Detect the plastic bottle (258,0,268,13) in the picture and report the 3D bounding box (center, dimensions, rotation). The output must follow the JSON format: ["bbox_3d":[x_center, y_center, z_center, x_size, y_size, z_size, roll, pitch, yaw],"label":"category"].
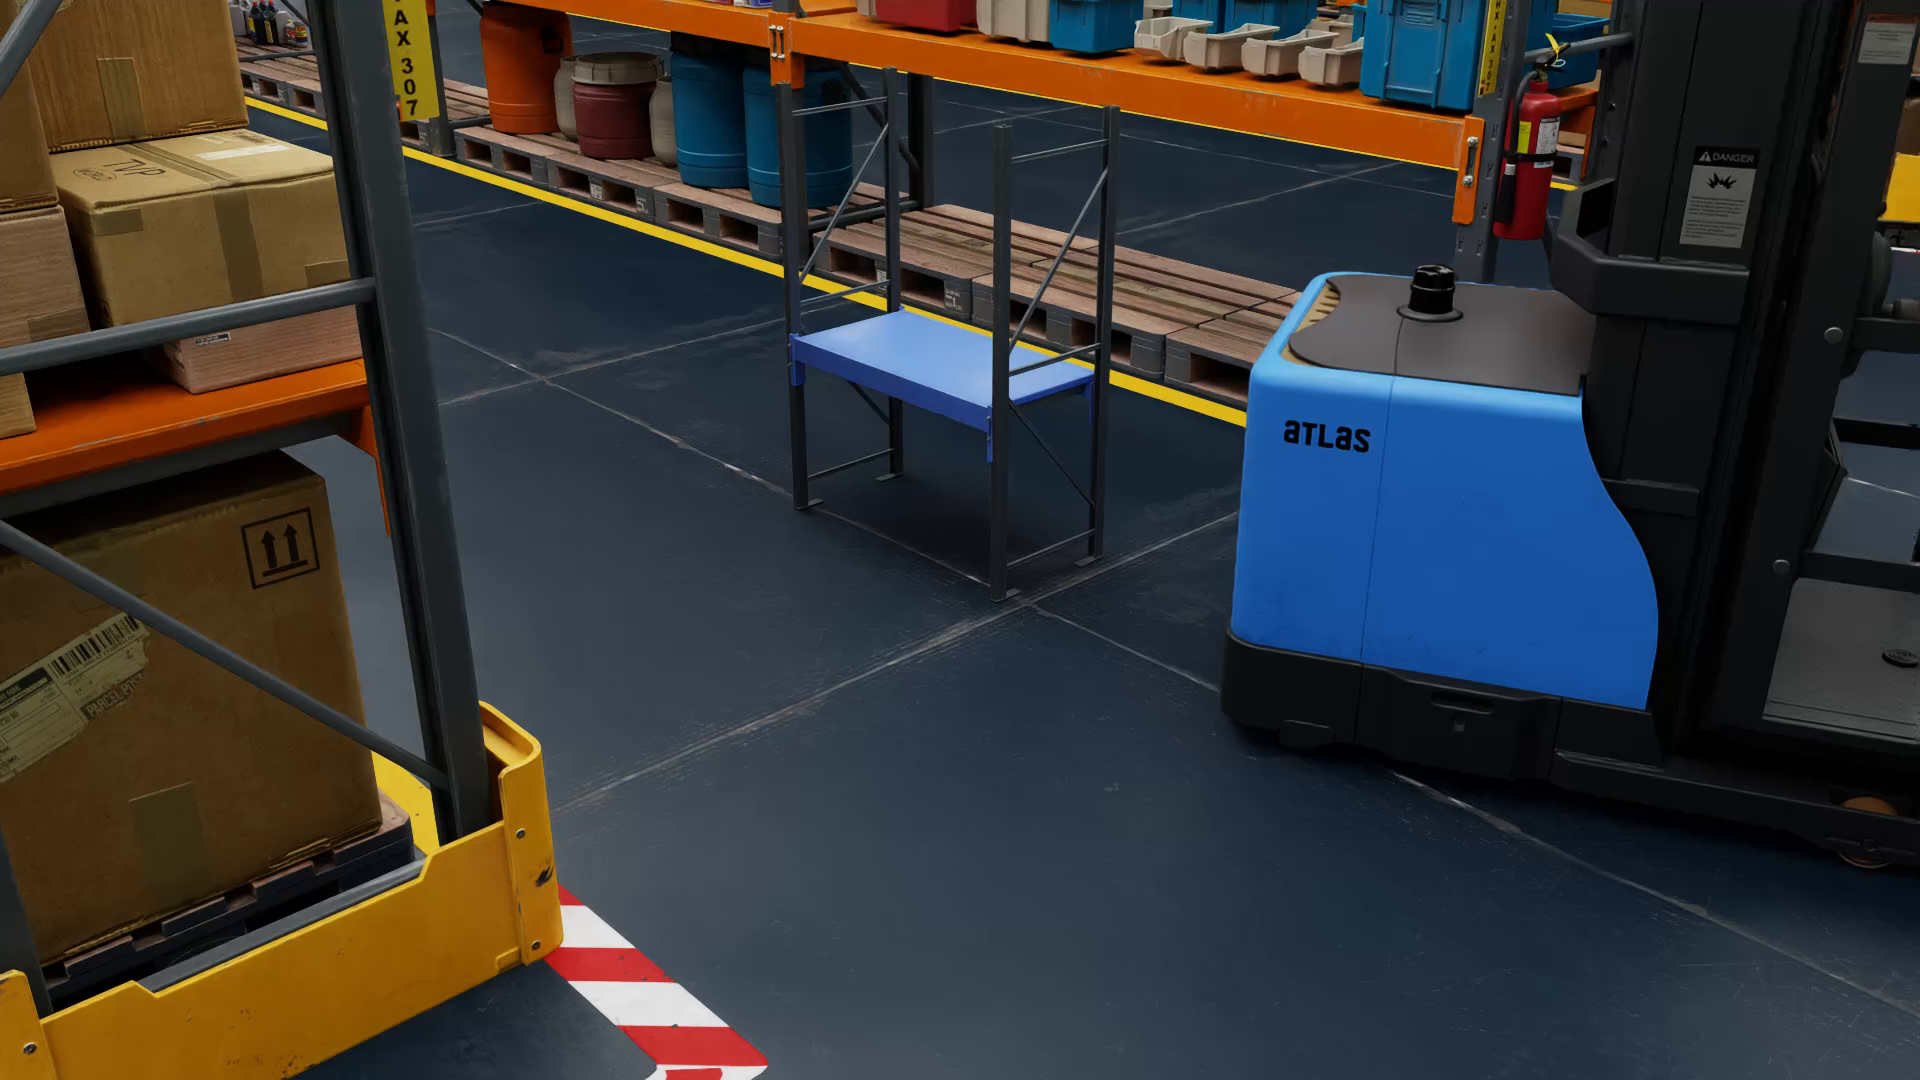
[{"bbox_3d":[-6.395,-4.805,15.331,0.185,0.351,0.144,22,33,40],"label":"plastic bottle"}]

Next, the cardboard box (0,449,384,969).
[{"bbox_3d":[-1.927,0.254,3.633,0.875,0.875,0.875,-21,32,-38],"label":"cardboard box"}]

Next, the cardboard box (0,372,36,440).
[{"bbox_3d":[-1.915,-0.251,2.988,0.380,0.149,0.250,-20,32,-38],"label":"cardboard box"}]

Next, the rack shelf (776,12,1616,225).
[{"bbox_3d":[0.817,-2.034,7.461,1.077,0.370,4.000,-21,32,-38],"label":"rack shelf"}]

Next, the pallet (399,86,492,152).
[{"bbox_3d":[-3.785,-3.156,12.414,1.003,0.211,1.213,-21,32,-38],"label":"pallet"}]

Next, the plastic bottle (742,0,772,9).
[{"bbox_3d":[-1.055,-2.939,8.727,0.152,0.276,0.135,-21,32,-38],"label":"plastic bottle"}]

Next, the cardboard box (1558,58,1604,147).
[{"bbox_3d":[4.356,-2.868,10.900,0.797,0.503,0.637,-21,32,-38],"label":"cardboard box"}]

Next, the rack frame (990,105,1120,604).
[{"bbox_3d":[0.289,-0.554,5.158,0.500,1.500,0.032,-21,32,-38],"label":"rack frame"}]

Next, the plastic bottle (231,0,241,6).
[{"bbox_3d":[-6.813,-4.991,15.737,0.144,0.351,0.185,-20,31,-36],"label":"plastic bottle"}]

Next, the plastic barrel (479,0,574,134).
[{"bbox_3d":[-2.937,-3.239,11.346,0.600,0.830,0.708,-21,32,-38],"label":"plastic barrel"}]

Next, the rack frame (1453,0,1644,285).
[{"bbox_3d":[2.184,-1.755,5.984,1.000,3.000,0.127,-21,32,-38],"label":"rack frame"}]

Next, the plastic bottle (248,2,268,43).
[{"bbox_3d":[-6.372,-4.707,15.116,0.144,0.351,0.185,-21,32,-38],"label":"plastic bottle"}]

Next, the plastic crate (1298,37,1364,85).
[{"bbox_3d":[1.495,-1.858,6.455,0.396,0.136,0.243,-21,32,-38],"label":"plastic crate"}]

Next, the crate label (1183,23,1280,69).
[{"bbox_3d":[1.099,-2.028,6.826,0.396,0.136,0.243,-21,32,-38],"label":"crate label"}]

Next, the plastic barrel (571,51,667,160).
[{"bbox_3d":[-2.165,-2.788,10.646,0.600,0.588,0.708,-21,32,-38],"label":"plastic barrel"}]

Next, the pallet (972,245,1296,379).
[{"bbox_3d":[0.819,-1.117,7.944,1.003,0.211,1.213,-21,32,-38],"label":"pallet"}]

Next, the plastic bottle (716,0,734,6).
[{"bbox_3d":[-1.246,-2.999,8.851,0.061,0.283,0.133,-21,32,-38],"label":"plastic bottle"}]

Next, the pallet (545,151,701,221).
[{"bbox_3d":[-1.885,-2.314,10.568,1.003,0.211,1.213,-21,32,-38],"label":"pallet"}]

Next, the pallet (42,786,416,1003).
[{"bbox_3d":[-2.035,0.698,3.965,1.003,0.211,1.213,-21,32,-38],"label":"pallet"}]

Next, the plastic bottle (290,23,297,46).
[{"bbox_3d":[-5.985,-4.570,14.994,0.097,0.201,0.097,0,25,0],"label":"plastic bottle"}]

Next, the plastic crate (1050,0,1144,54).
[{"bbox_3d":[0.593,-2.256,7.211,0.416,0.233,0.300,-21,32,-38],"label":"plastic crate"}]

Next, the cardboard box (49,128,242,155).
[{"bbox_3d":[-1.922,-0.795,3.701,0.500,0.250,0.500,-22,32,-39],"label":"cardboard box"}]

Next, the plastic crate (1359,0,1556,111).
[{"bbox_3d":[1.819,-1.847,6.070,0.616,0.435,0.499,-21,32,-38],"label":"plastic crate"}]

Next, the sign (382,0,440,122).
[{"bbox_3d":[-1.022,-0.936,3.049,0.100,0.325,0.005,-21,32,-38],"label":"sign"}]

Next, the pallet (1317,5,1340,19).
[{"bbox_3d":[4.432,-5.461,17.466,1.003,0.211,1.213,-21,32,-38],"label":"pallet"}]

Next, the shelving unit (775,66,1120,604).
[{"bbox_3d":[-0.058,-0.708,5.495,0.538,1.500,1.048,-21,32,-38],"label":"shelving unit"}]

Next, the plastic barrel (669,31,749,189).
[{"bbox_3d":[-1.393,-2.588,9.831,0.600,0.901,0.708,-21,32,-38],"label":"plastic barrel"}]

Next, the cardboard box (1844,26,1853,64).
[{"bbox_3d":[7.808,-4.267,13.994,0.700,0.500,0.500,-20,31,-37],"label":"cardboard box"}]

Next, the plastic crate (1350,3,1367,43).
[{"bbox_3d":[1.806,-2.074,6.812,0.416,0.233,0.300,-21,32,-38],"label":"plastic crate"}]

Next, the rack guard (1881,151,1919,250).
[{"bbox_3d":[5.751,-2.045,9.631,1.175,0.500,0.348,-21,32,-38],"label":"rack guard"}]

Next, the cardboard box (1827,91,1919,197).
[{"bbox_3d":[5.251,-2.317,9.697,0.500,0.500,0.500,-21,32,-38],"label":"cardboard box"}]

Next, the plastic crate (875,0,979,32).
[{"bbox_3d":[-0.122,-2.682,7.866,0.402,0.464,0.583,-21,32,-38],"label":"plastic crate"}]

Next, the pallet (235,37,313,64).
[{"bbox_3d":[-6.446,-4.338,15.004,1.003,0.211,1.213,-21,32,-38],"label":"pallet"}]

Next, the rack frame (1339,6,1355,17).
[{"bbox_3d":[3.069,-4.371,11.718,1.000,3.000,0.127,-21,32,-38],"label":"rack frame"}]

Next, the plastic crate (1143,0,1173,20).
[{"bbox_3d":[0.860,-2.432,7.713,0.293,0.136,0.466,-21,32,-38],"label":"plastic crate"}]

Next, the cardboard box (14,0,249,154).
[{"bbox_3d":[-1.904,-1.132,3.536,0.500,0.500,0.500,-22,33,-40],"label":"cardboard box"}]

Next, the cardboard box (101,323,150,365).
[{"bbox_3d":[-1.609,-0.515,3.566,0.380,0.149,0.250,-22,32,-39],"label":"cardboard box"}]

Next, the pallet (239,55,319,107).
[{"bbox_3d":[-5.453,-3.895,14.035,1.003,0.211,1.213,-21,32,-38],"label":"pallet"}]

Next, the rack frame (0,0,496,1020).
[{"bbox_3d":[-1.431,-0.350,2.904,1.000,3.000,0.127,-21,32,-38],"label":"rack frame"}]

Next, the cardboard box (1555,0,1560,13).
[{"bbox_3d":[5.533,-5.419,16.099,0.750,0.750,0.750,-20,31,-37],"label":"cardboard box"}]

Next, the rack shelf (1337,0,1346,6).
[{"bbox_3d":[1.702,-4.650,13.196,1.077,0.370,4.000,-21,32,-38],"label":"rack shelf"}]

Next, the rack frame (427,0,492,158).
[{"bbox_3d":[-3.284,-4.179,11.297,1.000,3.000,0.127,-21,32,-38],"label":"rack frame"}]

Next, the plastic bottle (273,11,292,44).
[{"bbox_3d":[-6.156,-4.663,15.109,0.152,0.276,0.135,-20,31,-37],"label":"plastic bottle"}]

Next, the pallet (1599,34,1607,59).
[{"bbox_3d":[6.100,-4.721,15.845,1.003,0.211,1.213,-21,32,-38],"label":"pallet"}]

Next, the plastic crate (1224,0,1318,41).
[{"bbox_3d":[1.356,-2.274,7.249,0.416,0.233,0.300,-21,32,-38],"label":"plastic crate"}]

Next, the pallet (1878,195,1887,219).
[{"bbox_3d":[5.205,-2.155,10.220,1.003,0.211,1.213,-21,32,-38],"label":"pallet"}]

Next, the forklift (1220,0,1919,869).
[{"bbox_3d":[2.286,-0.763,3.891,3.031,2.935,1.130,9,26,19],"label":"forklift"}]

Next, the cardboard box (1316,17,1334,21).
[{"bbox_3d":[2.543,-3.808,12.966,0.500,0.500,0.500,-21,32,-38],"label":"cardboard box"}]

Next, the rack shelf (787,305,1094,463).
[{"bbox_3d":[-0.058,-0.545,5.570,0.538,0.185,1.000,-21,32,-38],"label":"rack shelf"}]
